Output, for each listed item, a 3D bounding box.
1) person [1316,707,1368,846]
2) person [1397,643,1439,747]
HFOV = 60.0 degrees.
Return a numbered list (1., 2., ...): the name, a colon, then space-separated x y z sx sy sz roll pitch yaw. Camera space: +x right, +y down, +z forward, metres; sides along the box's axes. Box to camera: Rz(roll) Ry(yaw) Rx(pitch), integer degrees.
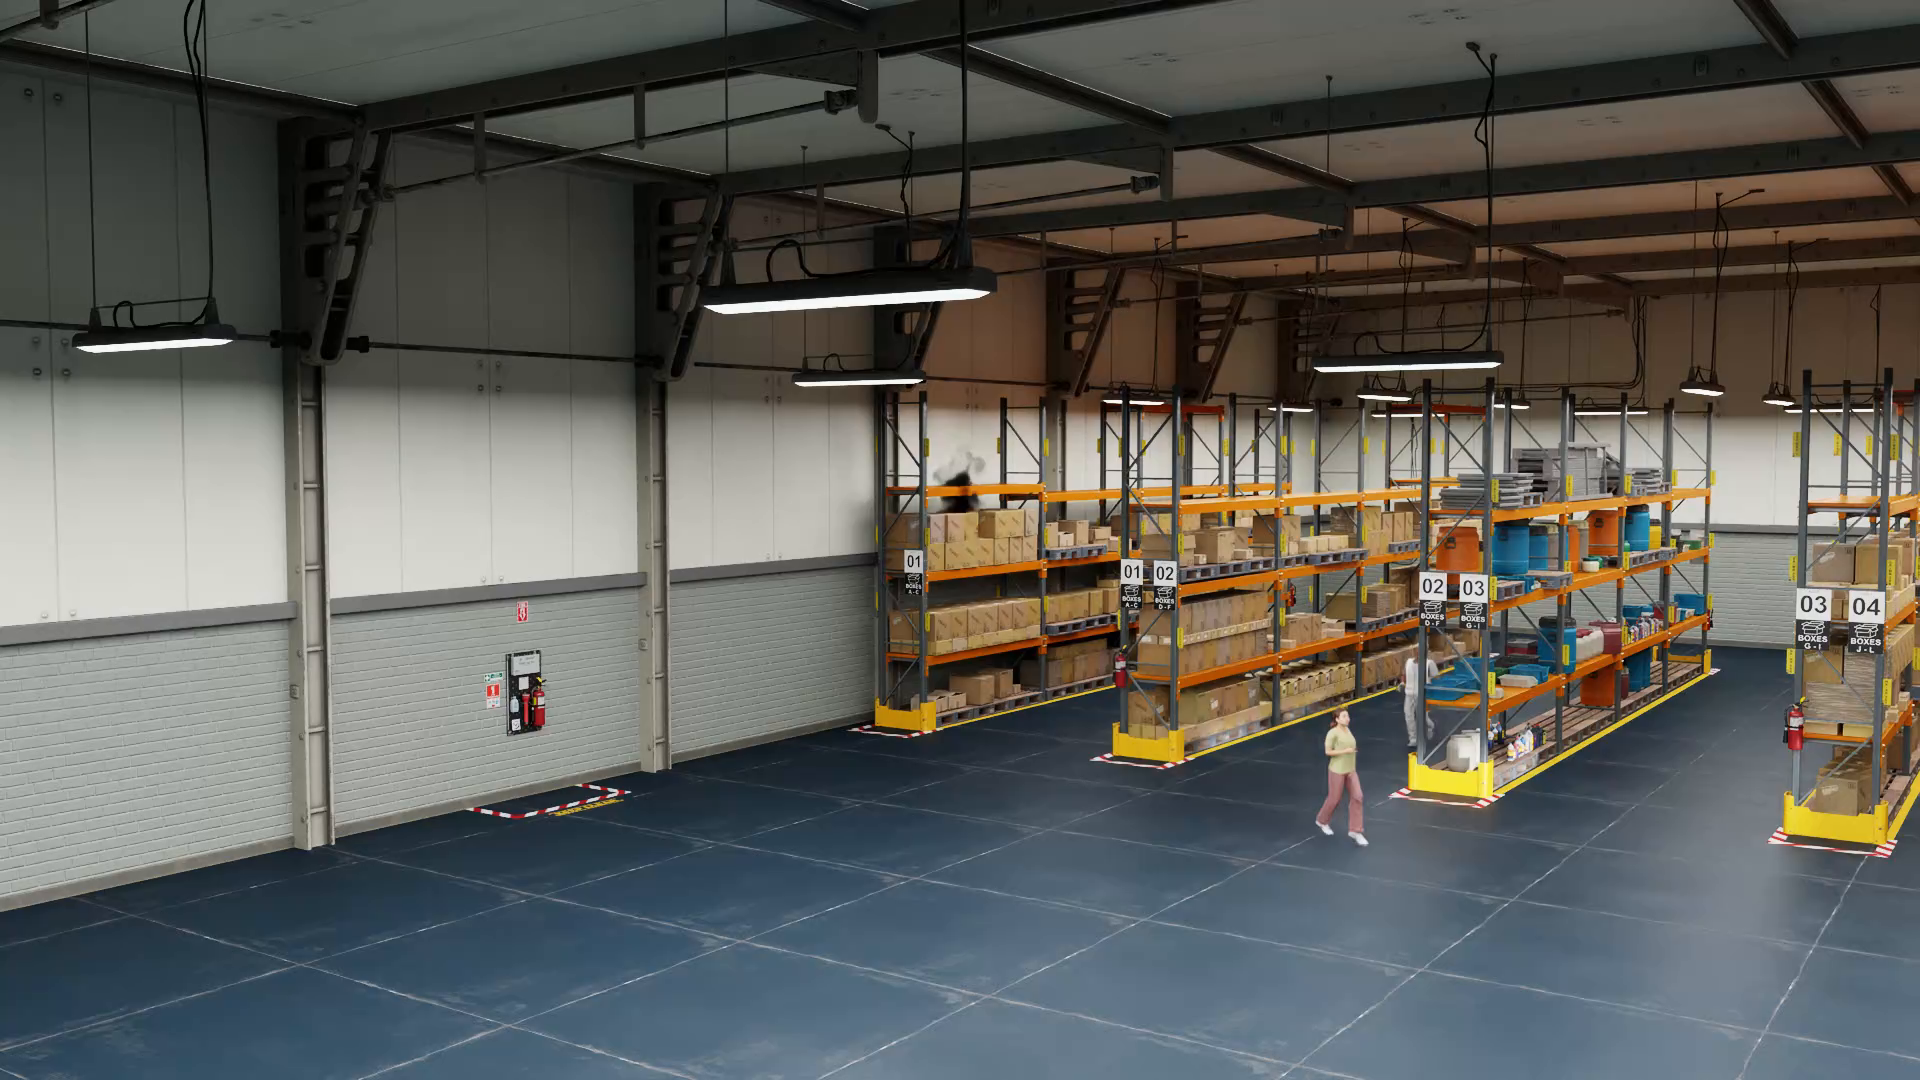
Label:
1. person: 4.849 2.973 21.148 0.565 1.703 0.813 -2 4 -30
2. person: 7.684 2.587 27.880 0.685 1.735 0.675 2 4 37
